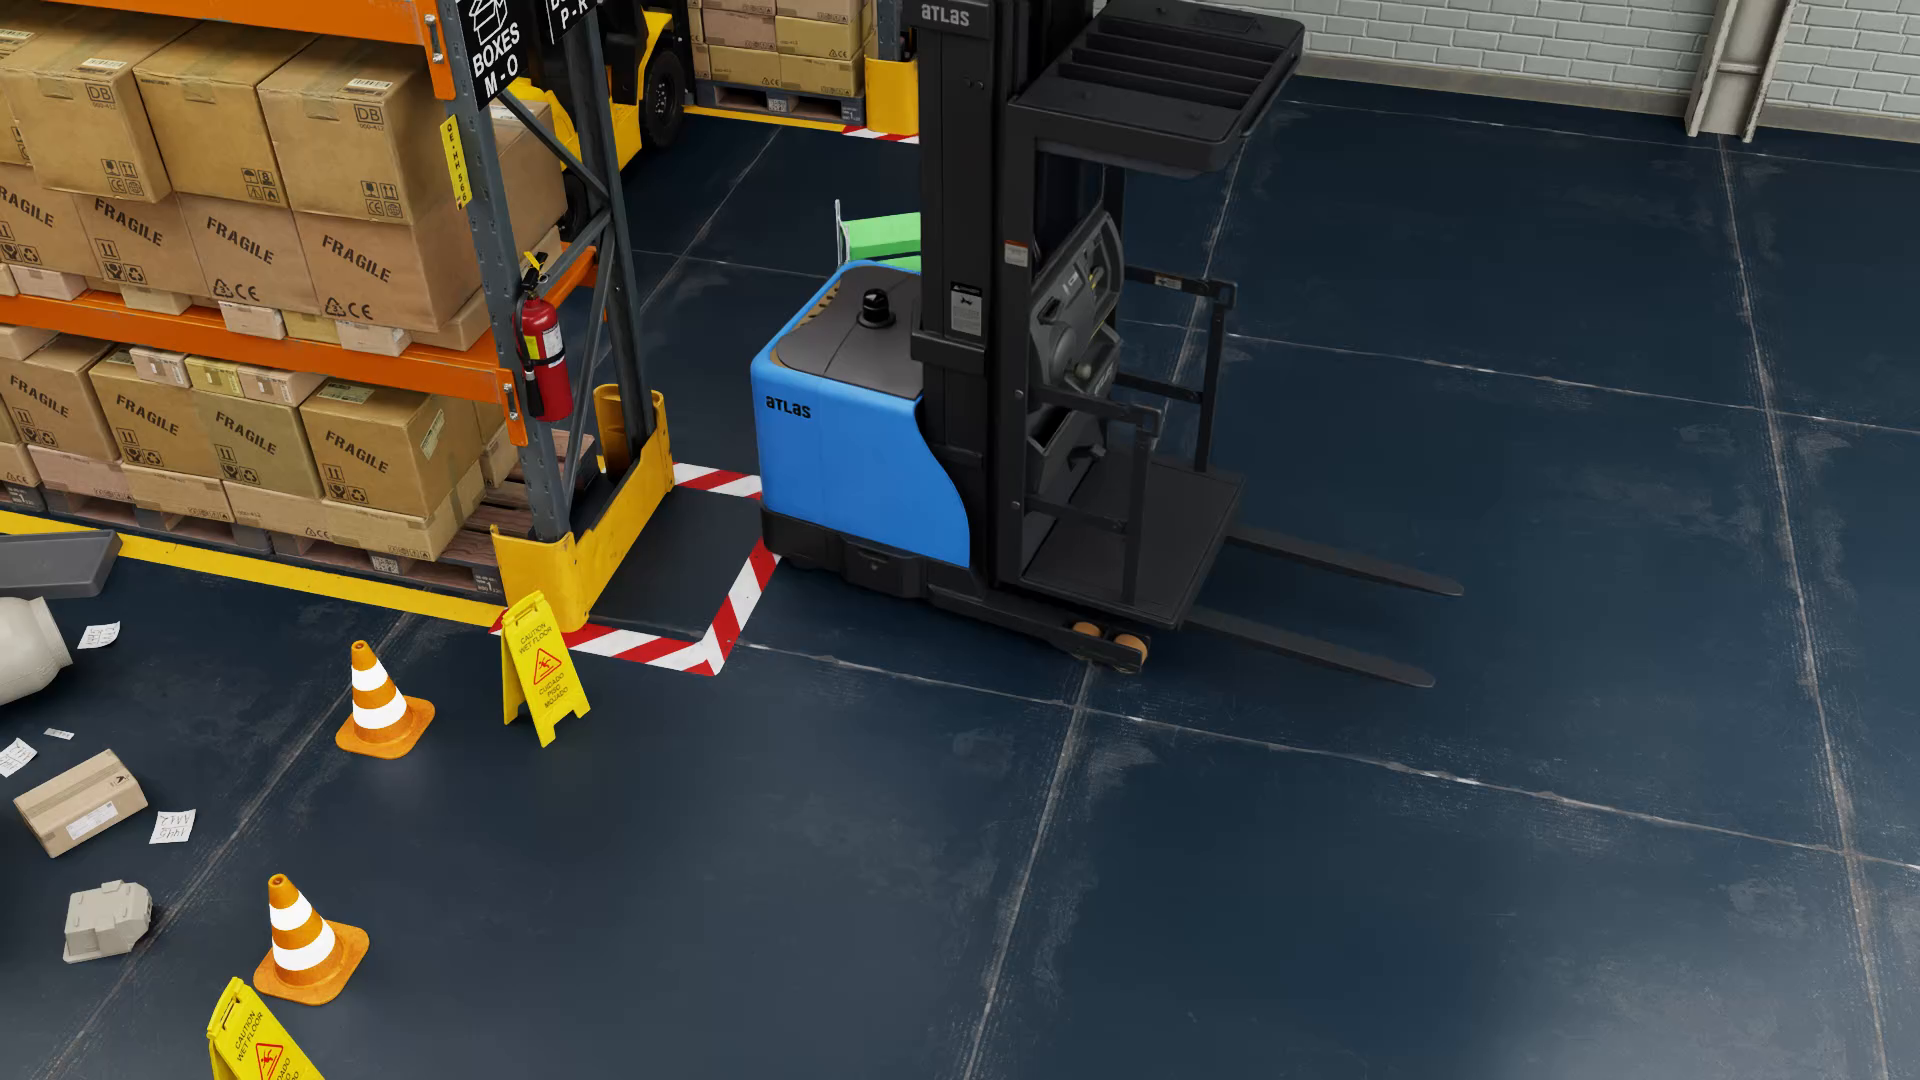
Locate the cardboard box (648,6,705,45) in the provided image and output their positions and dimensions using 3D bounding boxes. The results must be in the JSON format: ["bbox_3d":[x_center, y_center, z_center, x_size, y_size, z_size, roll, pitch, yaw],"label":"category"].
[{"bbox_3d":[-1.876,-3.544,11.085,0.500,0.250,0.500,9,41,10],"label":"cardboard box"}]

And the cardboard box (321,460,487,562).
[{"bbox_3d":[-2.492,-0.190,7.480,0.500,0.250,0.500,10,41,11],"label":"cardboard box"}]

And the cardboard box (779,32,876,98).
[{"bbox_3d":[-0.875,-3.185,11.046,0.500,0.250,0.500,10,41,12],"label":"cardboard box"}]

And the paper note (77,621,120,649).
[{"bbox_3d":[-3.757,0.413,7.258,0.148,0.019,0.142,-3,40,-4],"label":"paper note"}]

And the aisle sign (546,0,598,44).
[{"bbox_3d":[-1.478,-2.289,6.146,0.004,0.787,0.394,10,41,11],"label":"aisle sign"}]

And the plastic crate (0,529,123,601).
[{"bbox_3d":[-4.178,0.113,7.578,0.583,0.080,0.402,-3,40,-4],"label":"plastic crate"}]

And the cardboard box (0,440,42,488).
[{"bbox_3d":[-4.464,-0.536,7.892,0.500,0.250,0.500,12,41,14],"label":"cardboard box"}]

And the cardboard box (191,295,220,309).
[{"bbox_3d":[-3.018,-1.127,6.979,0.250,0.149,0.380,10,41,12],"label":"cardboard box"}]

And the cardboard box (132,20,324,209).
[{"bbox_3d":[-2.655,-1.684,6.361,0.500,0.500,0.700,10,41,12],"label":"cardboard box"}]

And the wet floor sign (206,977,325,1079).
[{"bbox_3d":[-2.261,1.657,5.299,0.232,0.644,0.267,3,40,4],"label":"wet floor sign"}]

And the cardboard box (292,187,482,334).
[{"bbox_3d":[-2.214,-1.182,6.541,0.500,0.500,0.500,9,41,11],"label":"cardboard box"}]

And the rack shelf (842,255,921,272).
[{"bbox_3d":[-0.313,-1.240,8.039,0.480,0.148,0.258,-10,42,-11],"label":"rack shelf"}]

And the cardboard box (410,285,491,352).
[{"bbox_3d":[-2.035,-0.944,6.761,0.250,0.149,0.380,11,41,13],"label":"cardboard box"}]

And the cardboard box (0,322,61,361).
[{"bbox_3d":[-4.119,-0.968,7.319,0.250,0.149,0.380,12,41,14],"label":"cardboard box"}]

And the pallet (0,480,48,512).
[{"bbox_3d":[-4.825,-0.618,8.347,1.213,0.211,1.003,10,41,11],"label":"pallet"}]

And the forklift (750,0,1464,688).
[{"bbox_3d":[0.658,-0.945,6.621,3.031,2.935,1.130,16,43,18],"label":"forklift"}]

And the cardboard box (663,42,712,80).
[{"bbox_3d":[-1.833,-3.362,11.257,0.500,0.250,0.500,10,41,12],"label":"cardboard box"}]

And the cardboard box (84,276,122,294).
[{"bbox_3d":[-3.507,-1.210,7.078,0.250,0.149,0.380,10,41,11],"label":"cardboard box"}]

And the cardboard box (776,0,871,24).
[{"bbox_3d":[-0.864,-3.569,10.726,0.500,0.250,0.500,11,41,13],"label":"cardboard box"}]

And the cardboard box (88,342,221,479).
[{"bbox_3d":[-3.451,-0.650,7.444,0.500,0.500,0.500,9,41,10],"label":"cardboard box"}]

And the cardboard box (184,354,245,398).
[{"bbox_3d":[-3.074,-0.789,7.105,0.250,0.149,0.380,10,41,12],"label":"cardboard box"}]

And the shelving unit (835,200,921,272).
[{"bbox_3d":[-0.314,-1.108,8.155,0.503,1.200,0.258,-10,42,-11],"label":"shelving unit"}]

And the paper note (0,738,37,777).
[{"bbox_3d":[-3.828,0.876,6.717,0.142,0.019,0.148,24,46,26],"label":"paper note"}]

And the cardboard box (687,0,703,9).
[{"bbox_3d":[-1.849,-3.728,10.915,0.500,0.250,0.500,10,41,12],"label":"cardboard box"}]

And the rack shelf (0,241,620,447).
[{"bbox_3d":[-3.551,-1.168,7.392,4.000,0.370,1.077,10,41,11],"label":"rack shelf"}]

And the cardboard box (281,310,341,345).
[{"bbox_3d":[-2.551,-0.973,6.796,0.250,0.149,0.380,9,41,11],"label":"cardboard box"}]

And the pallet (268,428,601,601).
[{"bbox_3d":[-2.468,-0.213,7.864,1.213,0.211,1.003,10,41,11],"label":"pallet"}]

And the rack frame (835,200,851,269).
[{"bbox_3d":[-0.550,-1.067,8.108,0.015,1.200,0.240,-10,42,-11],"label":"rack frame"}]

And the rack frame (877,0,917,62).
[{"bbox_3d":[-0.339,-4.195,10.437,0.127,3.000,1.000,10,41,11],"label":"rack frame"}]

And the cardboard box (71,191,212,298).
[{"bbox_3d":[-3.179,-1.354,6.745,0.500,0.500,0.500,10,41,11],"label":"cardboard box"}]

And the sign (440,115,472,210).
[{"bbox_3d":[-1.781,-1.334,5.884,0.005,0.325,0.100,10,41,11],"label":"sign"}]

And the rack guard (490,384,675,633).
[{"bbox_3d":[-1.692,-0.166,7.584,0.348,0.500,1.175,10,41,11],"label":"rack guard"}]

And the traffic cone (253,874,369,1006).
[{"bbox_3d":[-2.326,1.337,5.823,0.334,0.463,0.336,10,41,11],"label":"traffic cone"}]

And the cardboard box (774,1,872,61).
[{"bbox_3d":[-0.890,-3.381,10.891,0.500,0.250,0.500,9,41,11],"label":"cardboard box"}]

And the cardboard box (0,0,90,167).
[{"bbox_3d":[-3.621,-1.874,6.587,0.500,0.500,0.700,10,41,11],"label":"cardboard box"}]

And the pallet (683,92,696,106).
[{"bbox_3d":[-2.263,-3.433,11.698,1.213,0.211,1.003,10,41,11],"label":"pallet"}]

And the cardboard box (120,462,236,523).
[{"bbox_3d":[-3.474,-0.361,7.683,0.500,0.250,0.500,8,41,10],"label":"cardboard box"}]

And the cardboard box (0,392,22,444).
[{"bbox_3d":[-4.462,-0.823,7.651,0.500,0.500,0.500,11,41,13],"label":"cardboard box"}]

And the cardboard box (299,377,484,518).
[{"bbox_3d":[-2.460,-0.477,7.239,0.500,0.500,0.500,10,41,12],"label":"cardboard box"}]

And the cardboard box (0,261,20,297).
[{"bbox_3d":[-4.028,-1.209,7.078,0.250,0.149,0.380,10,41,12],"label":"cardboard box"}]

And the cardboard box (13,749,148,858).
[{"bbox_3d":[-3.406,1.018,6.447,0.250,0.149,0.380,33,50,33],"label":"cardboard box"}]
